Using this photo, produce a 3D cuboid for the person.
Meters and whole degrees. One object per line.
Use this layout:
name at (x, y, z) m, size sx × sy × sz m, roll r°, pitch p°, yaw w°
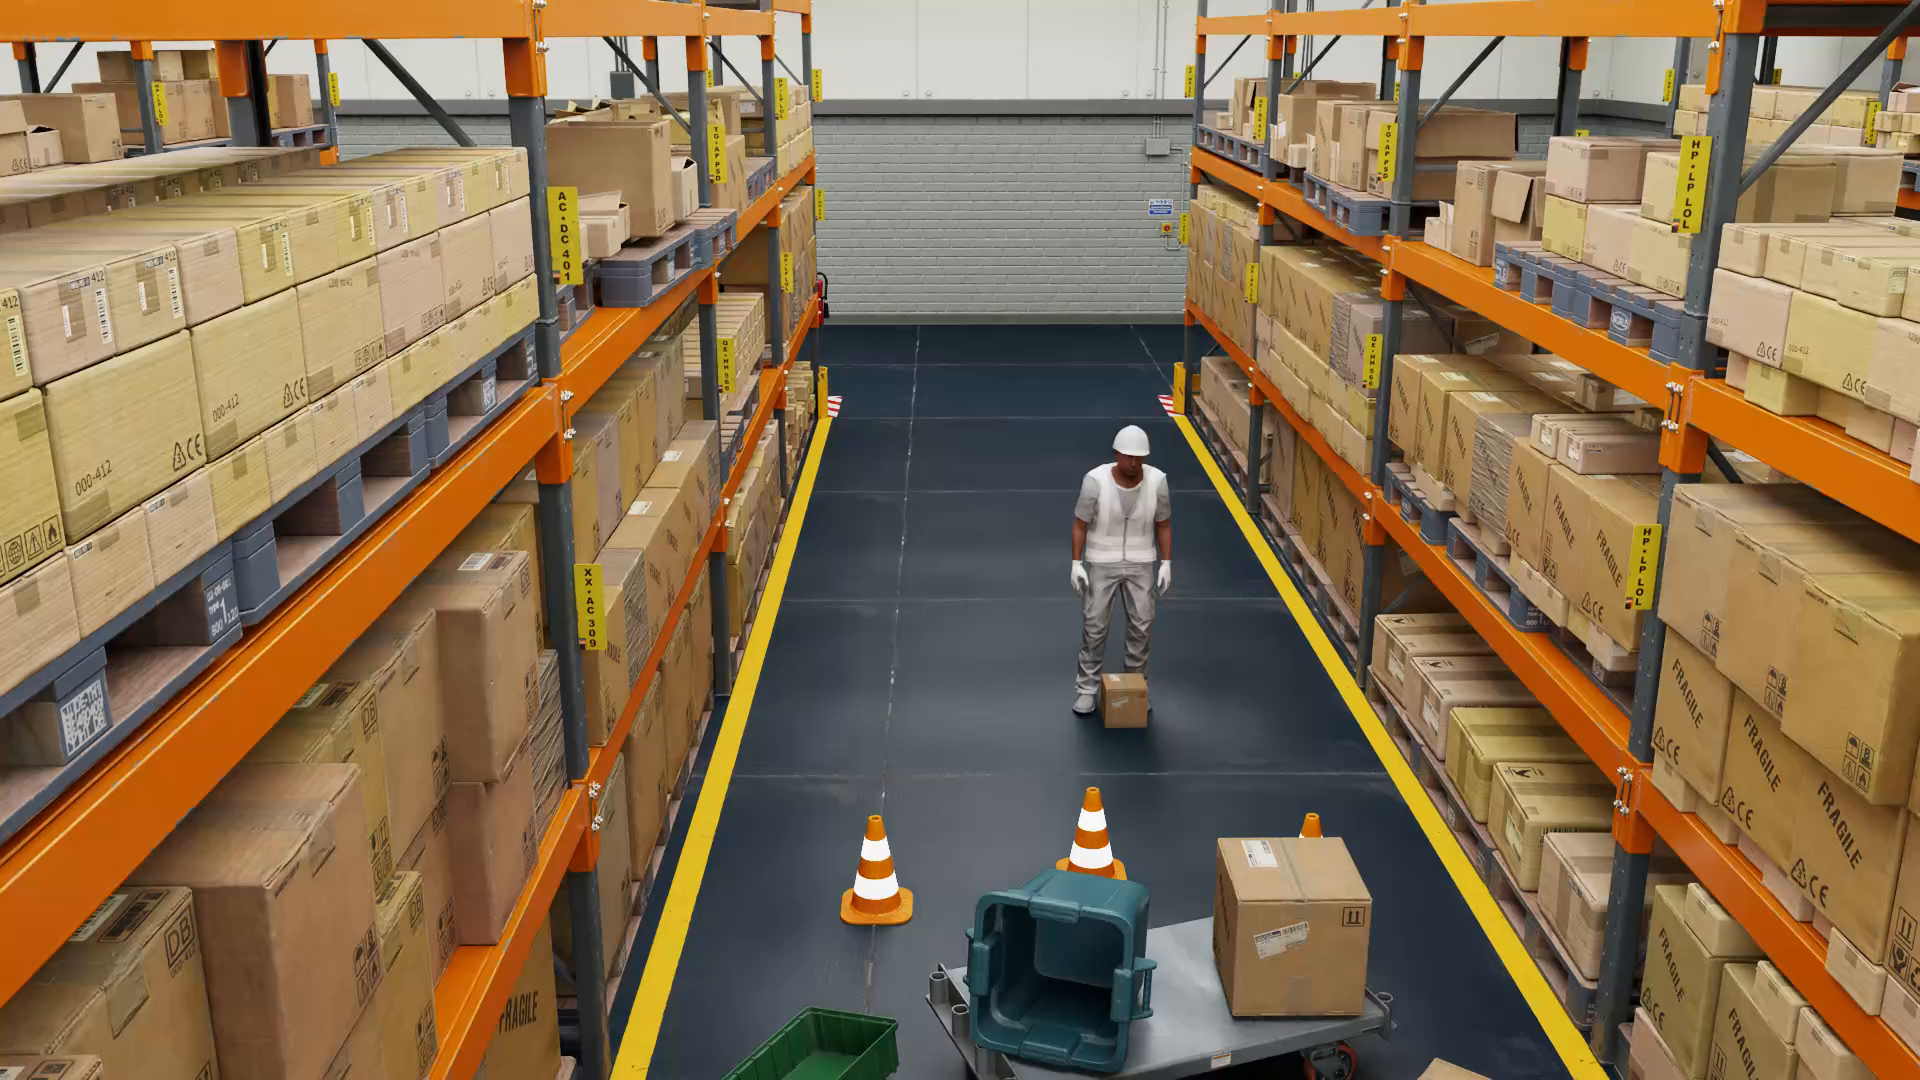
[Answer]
person at (0.968, 0.169, 9.973) m, size 0.616 × 1.772 × 0.452 m, roll -1°, pitch 17°, yaw -3°
